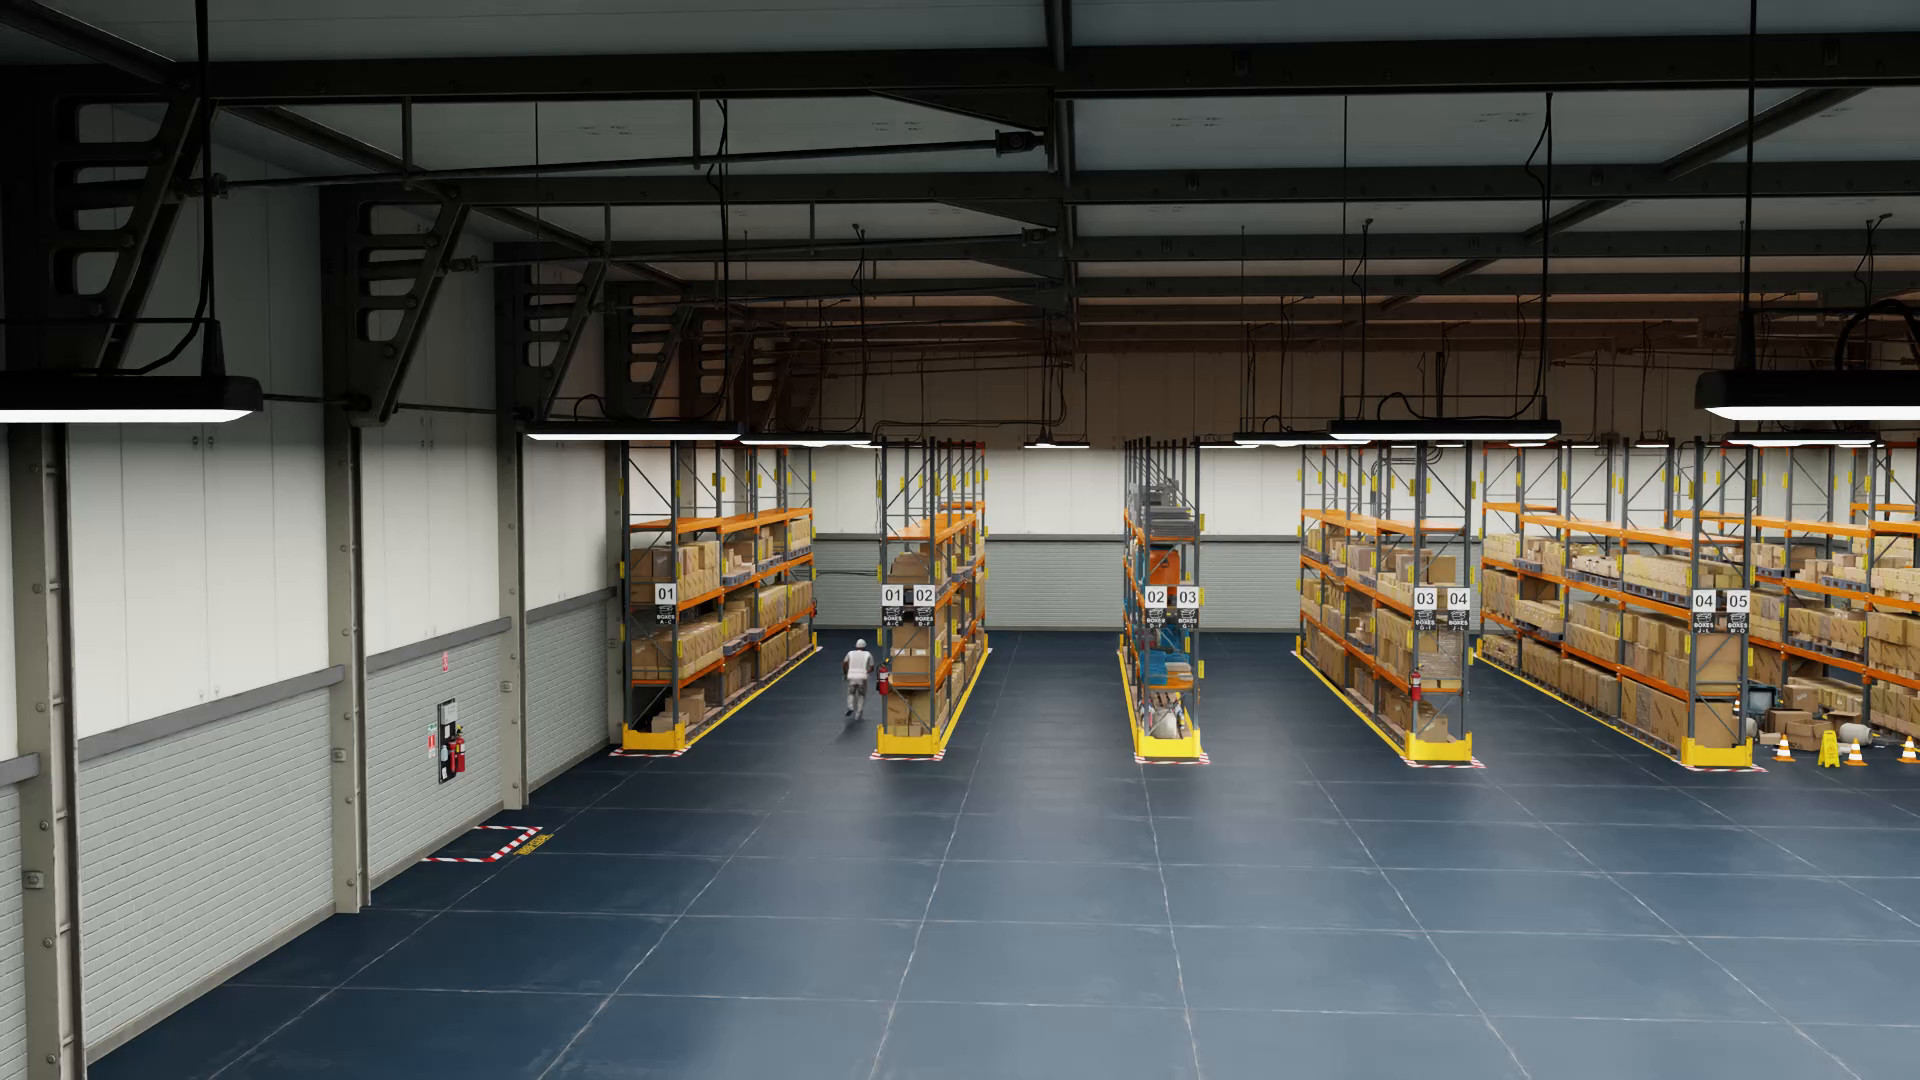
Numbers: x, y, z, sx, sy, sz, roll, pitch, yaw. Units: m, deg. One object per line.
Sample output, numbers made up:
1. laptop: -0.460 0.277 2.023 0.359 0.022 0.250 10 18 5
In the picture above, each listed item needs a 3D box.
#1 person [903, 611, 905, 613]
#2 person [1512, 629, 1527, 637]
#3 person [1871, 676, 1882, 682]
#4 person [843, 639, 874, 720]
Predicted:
1. person: -1.500 2.467 45.601 0.542 1.645 0.617 0 3 6
2. person: 16.442 2.283 48.694 0.675 1.634 0.461 -2 3 -29
3. person: 22.694 2.629 41.093 0.519 1.782 0.537 -1 3 -18
4. person: -2.185 2.982 35.697 0.685 1.675 0.786 0 3 6
